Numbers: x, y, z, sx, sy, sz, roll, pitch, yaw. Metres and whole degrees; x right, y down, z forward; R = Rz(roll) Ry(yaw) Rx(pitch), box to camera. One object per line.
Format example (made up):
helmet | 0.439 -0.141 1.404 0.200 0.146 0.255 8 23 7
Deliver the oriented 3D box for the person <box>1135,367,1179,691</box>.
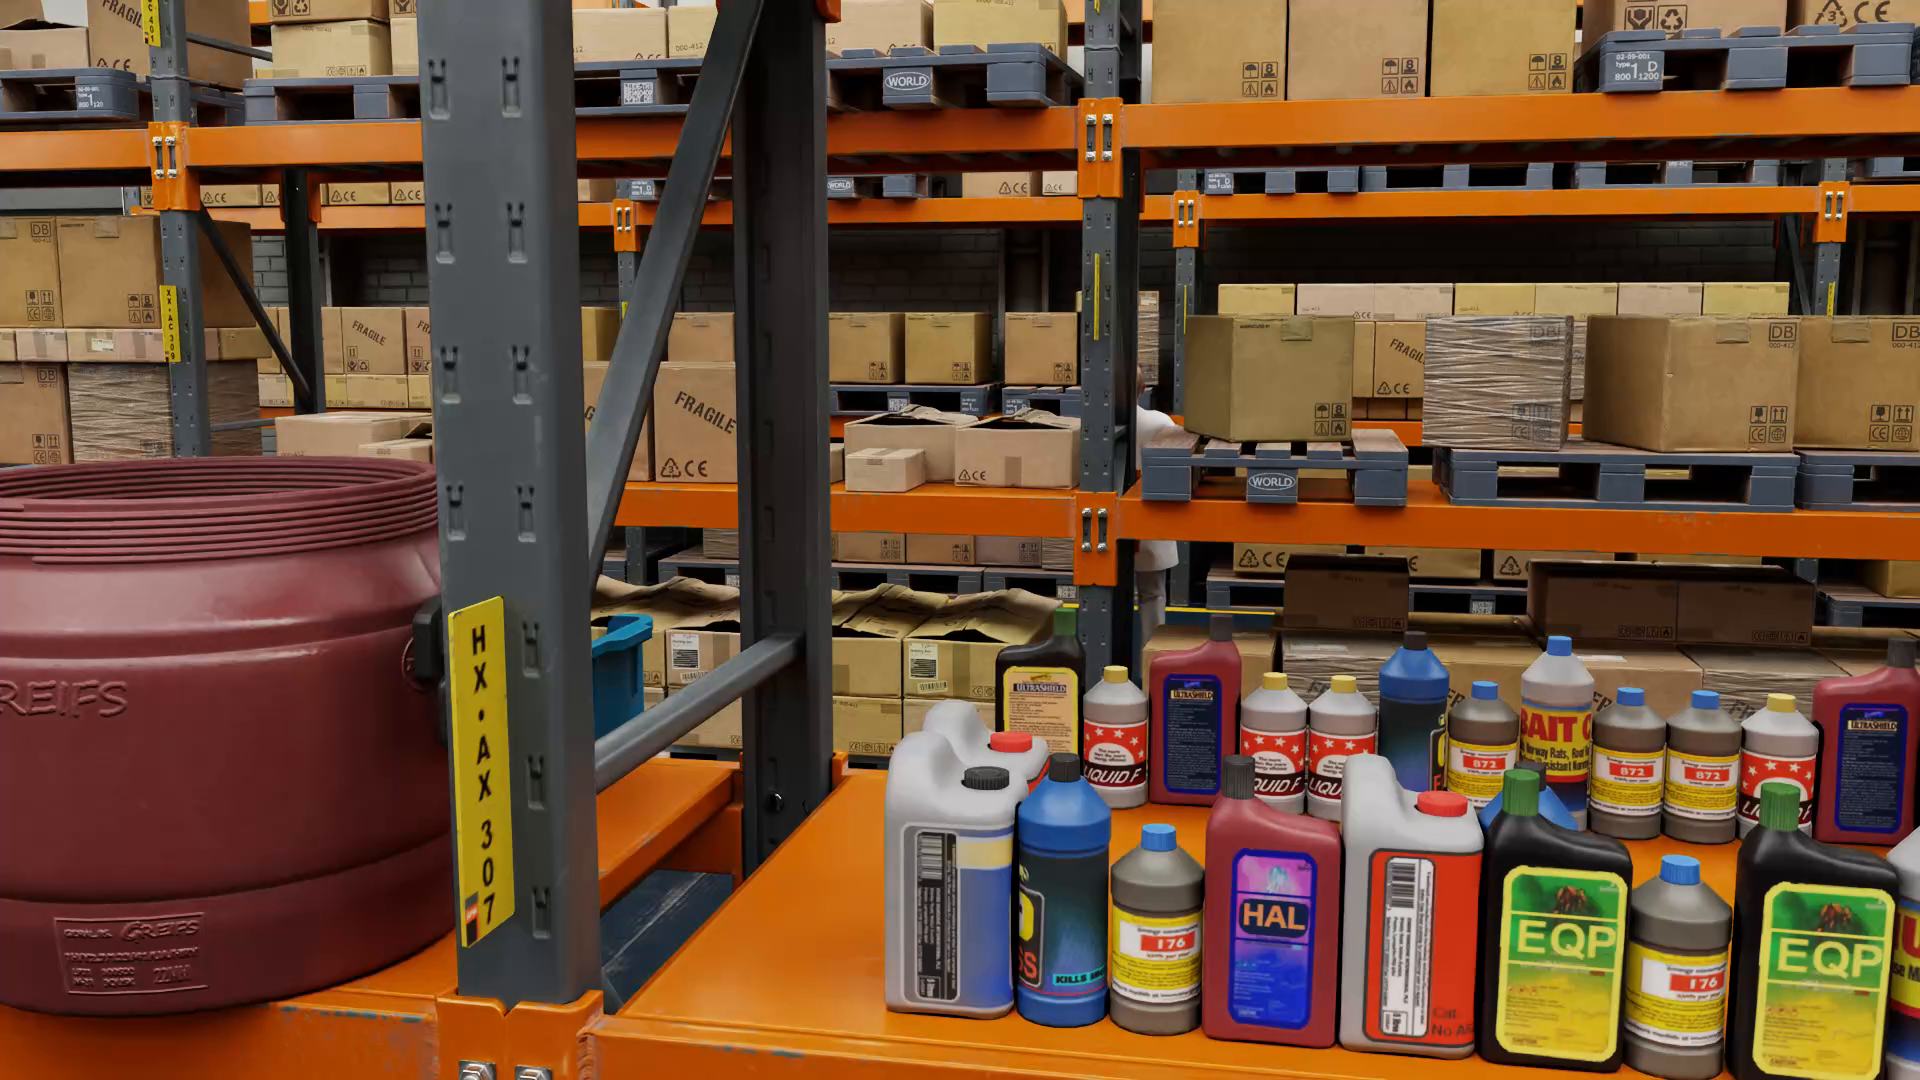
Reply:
person | 0.926 -0.085 9.008 0.529 1.769 0.555 2 8 11
